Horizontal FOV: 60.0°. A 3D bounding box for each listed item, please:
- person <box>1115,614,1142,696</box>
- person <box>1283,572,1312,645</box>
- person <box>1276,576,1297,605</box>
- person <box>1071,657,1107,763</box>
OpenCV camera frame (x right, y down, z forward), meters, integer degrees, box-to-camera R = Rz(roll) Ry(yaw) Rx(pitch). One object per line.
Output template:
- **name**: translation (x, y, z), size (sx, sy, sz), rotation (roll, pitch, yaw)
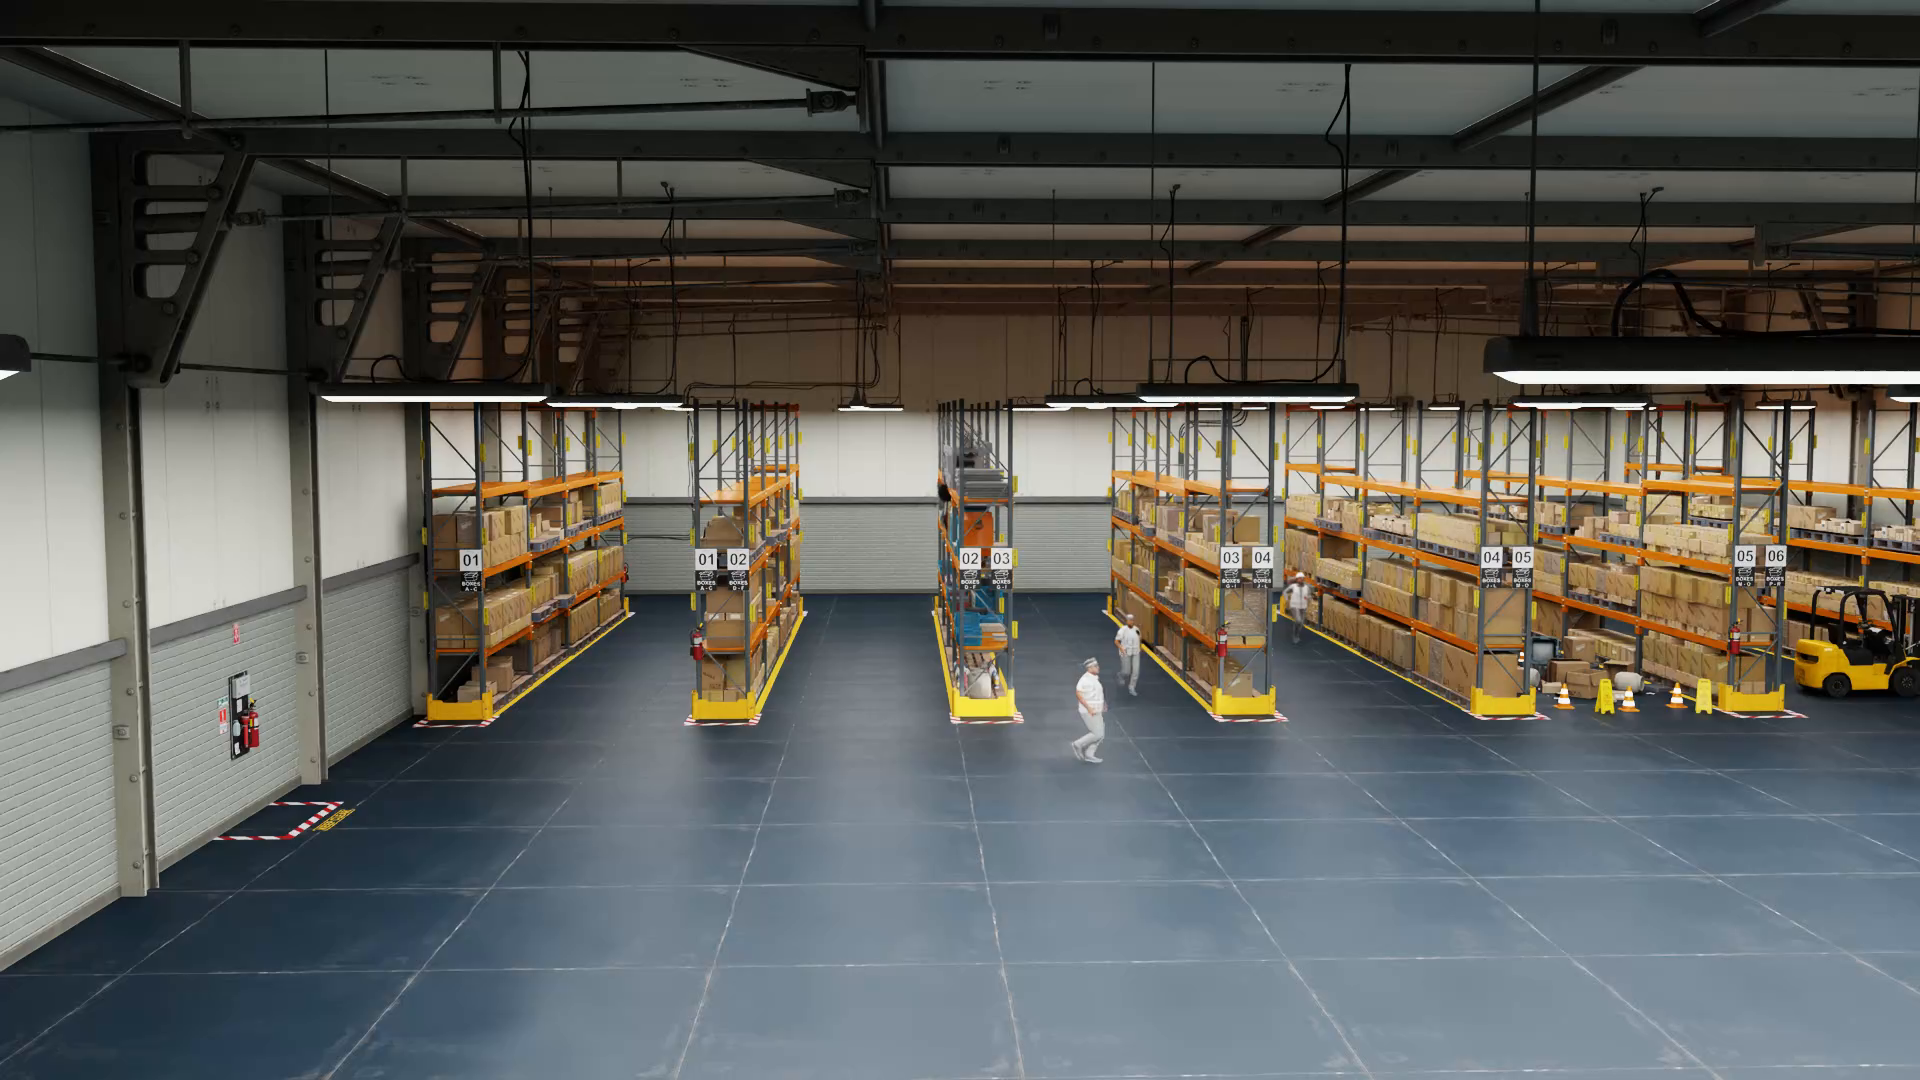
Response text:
- **person**: translation (3.472, 2.337, 34.070), size (0.608, 1.643, 0.685), rotation (-1, 4, -14)
- **person**: translation (8.439, 1.699, 41.376), size (0.638, 1.790, 0.686), rotation (-1, 4, -12)
- **person**: translation (9.747, 1.150, 49.100), size (0.931, 1.611, 0.619), rotation (3, 5, 31)
- **person**: translation (2.122, 2.784, 27.276), size (0.548, 1.748, 0.658), rotation (2, 5, 21)
